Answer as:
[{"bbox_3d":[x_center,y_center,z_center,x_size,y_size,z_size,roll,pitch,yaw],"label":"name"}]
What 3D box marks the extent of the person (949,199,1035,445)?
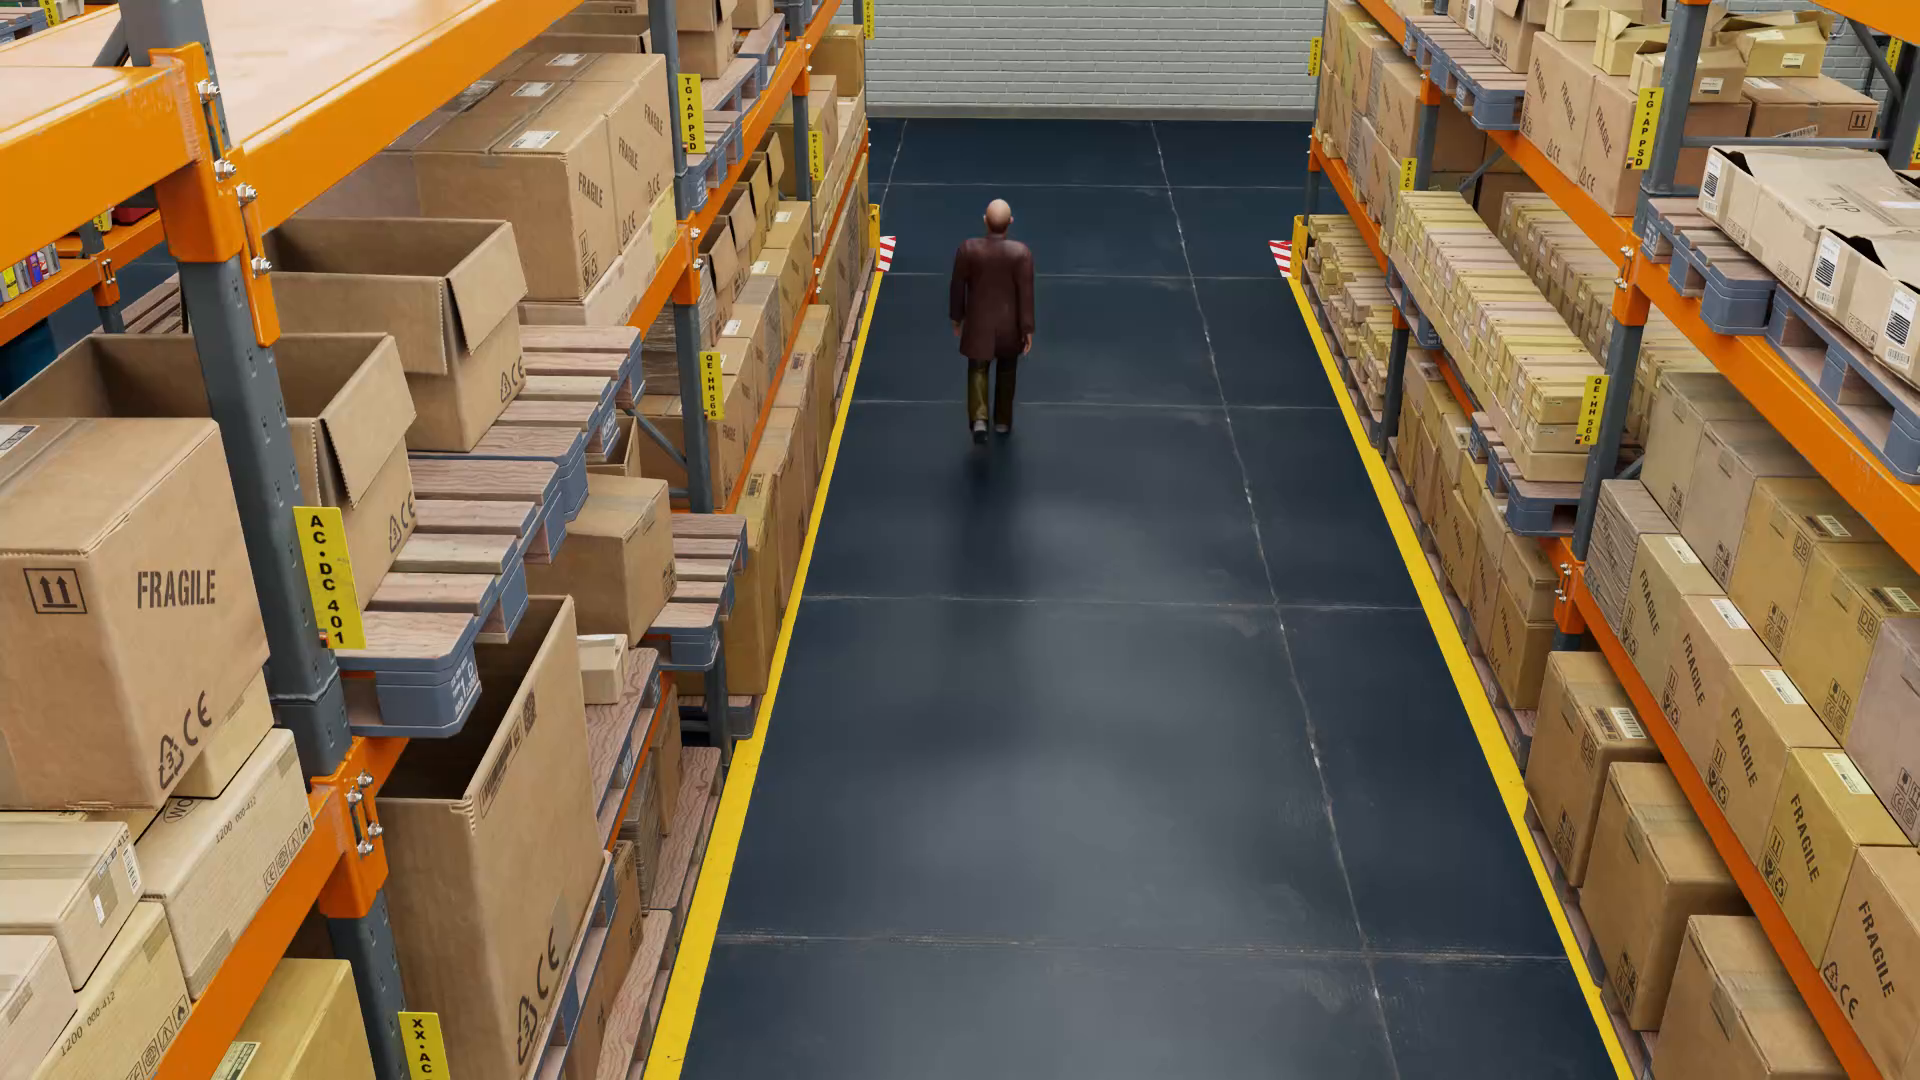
[{"bbox_3d":[0.219,-1.490,11.471,0.604,1.747,0.960,2,28,3],"label":"person"}]
